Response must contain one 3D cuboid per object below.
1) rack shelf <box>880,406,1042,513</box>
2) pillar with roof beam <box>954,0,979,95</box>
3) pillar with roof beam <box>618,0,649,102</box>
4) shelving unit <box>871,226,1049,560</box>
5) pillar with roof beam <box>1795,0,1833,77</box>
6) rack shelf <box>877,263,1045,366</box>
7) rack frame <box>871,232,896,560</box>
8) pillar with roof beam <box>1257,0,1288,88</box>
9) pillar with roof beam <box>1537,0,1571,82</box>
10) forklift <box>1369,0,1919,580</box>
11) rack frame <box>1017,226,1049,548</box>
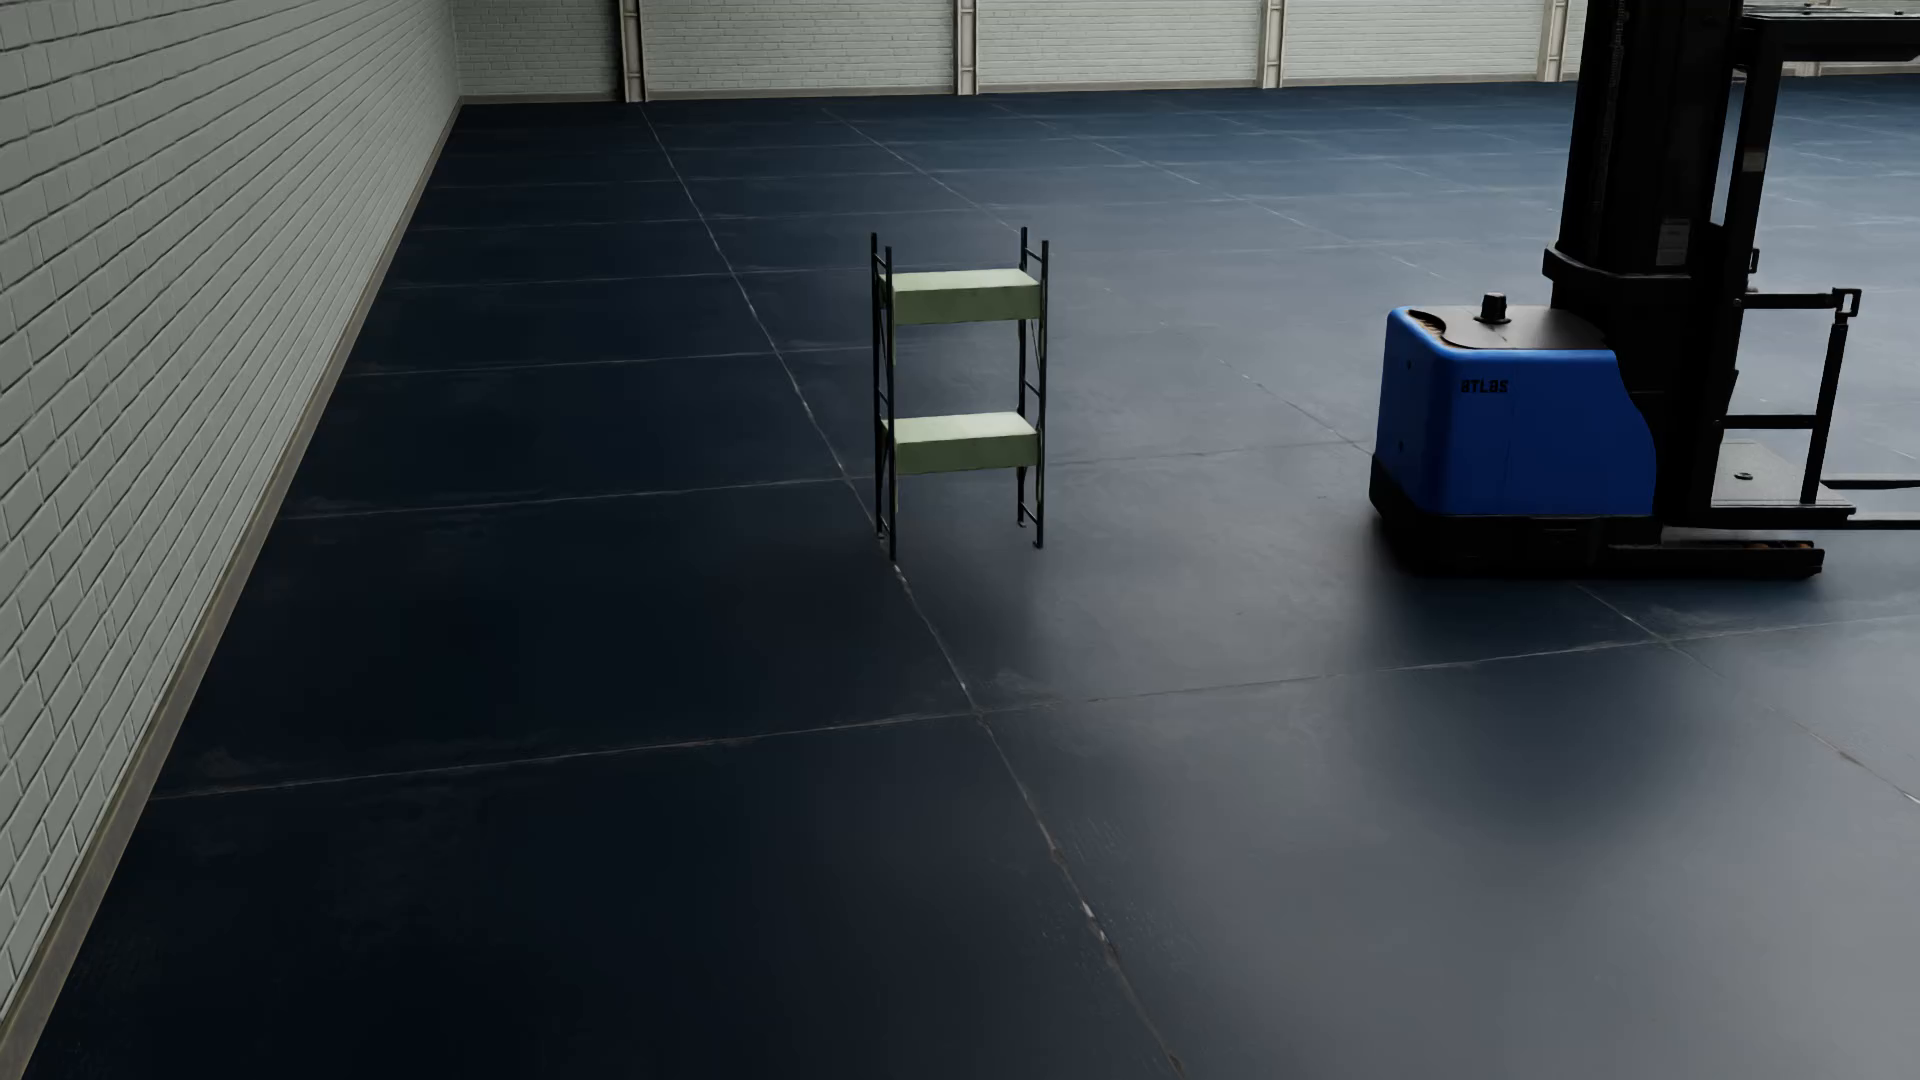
[{"bbox_3d":[-0.006,-0.398,8.085,0.720,0.370,0.431,-5,21,-12],"label":"rack shelf"},{"bbox_3d":[1.107,-11.023,25.241,0.400,9.000,9.100,-5,21,-12],"label":"pillar with roof beam"},{"bbox_3d":[-4.732,-10.548,23.945,0.400,9.000,9.100,-5,21,-12],"label":"pillar with roof beam"},{"bbox_3d":[-0.006,-0.704,7.973,0.755,1.500,0.431,-5,21,-12],"label":"shelving unit"},{"bbox_3d":[18.623,-12.448,29.131,0.400,9.000,9.100,-5,21,-12],"label":"pillar with roof beam"},{"bbox_3d":[-0.006,-1.070,7.838,0.720,0.370,0.431,-5,21,-12],"label":"rack shelf"},{"bbox_3d":[-0.363,-0.675,7.894,0.023,1.500,0.400,-5,21,-12],"label":"rack frame"},{"bbox_3d":[6.945,-11.498,26.538,0.400,9.000,9.100,-5,21,-12],"label":"pillar with roof beam"},{"bbox_3d":[12.784,-11.973,27.834,0.400,9.000,9.100,-5,21,-12],"label":"pillar with roof beam"},{"bbox_3d":[3.631,-1.376,7.728,3.031,2.935,1.130,0,20,0],"label":"forklift"},{"bbox_3d":[0.350,-0.733,8.052,0.023,1.500,0.400,-5,21,-12],"label":"rack frame"}]
